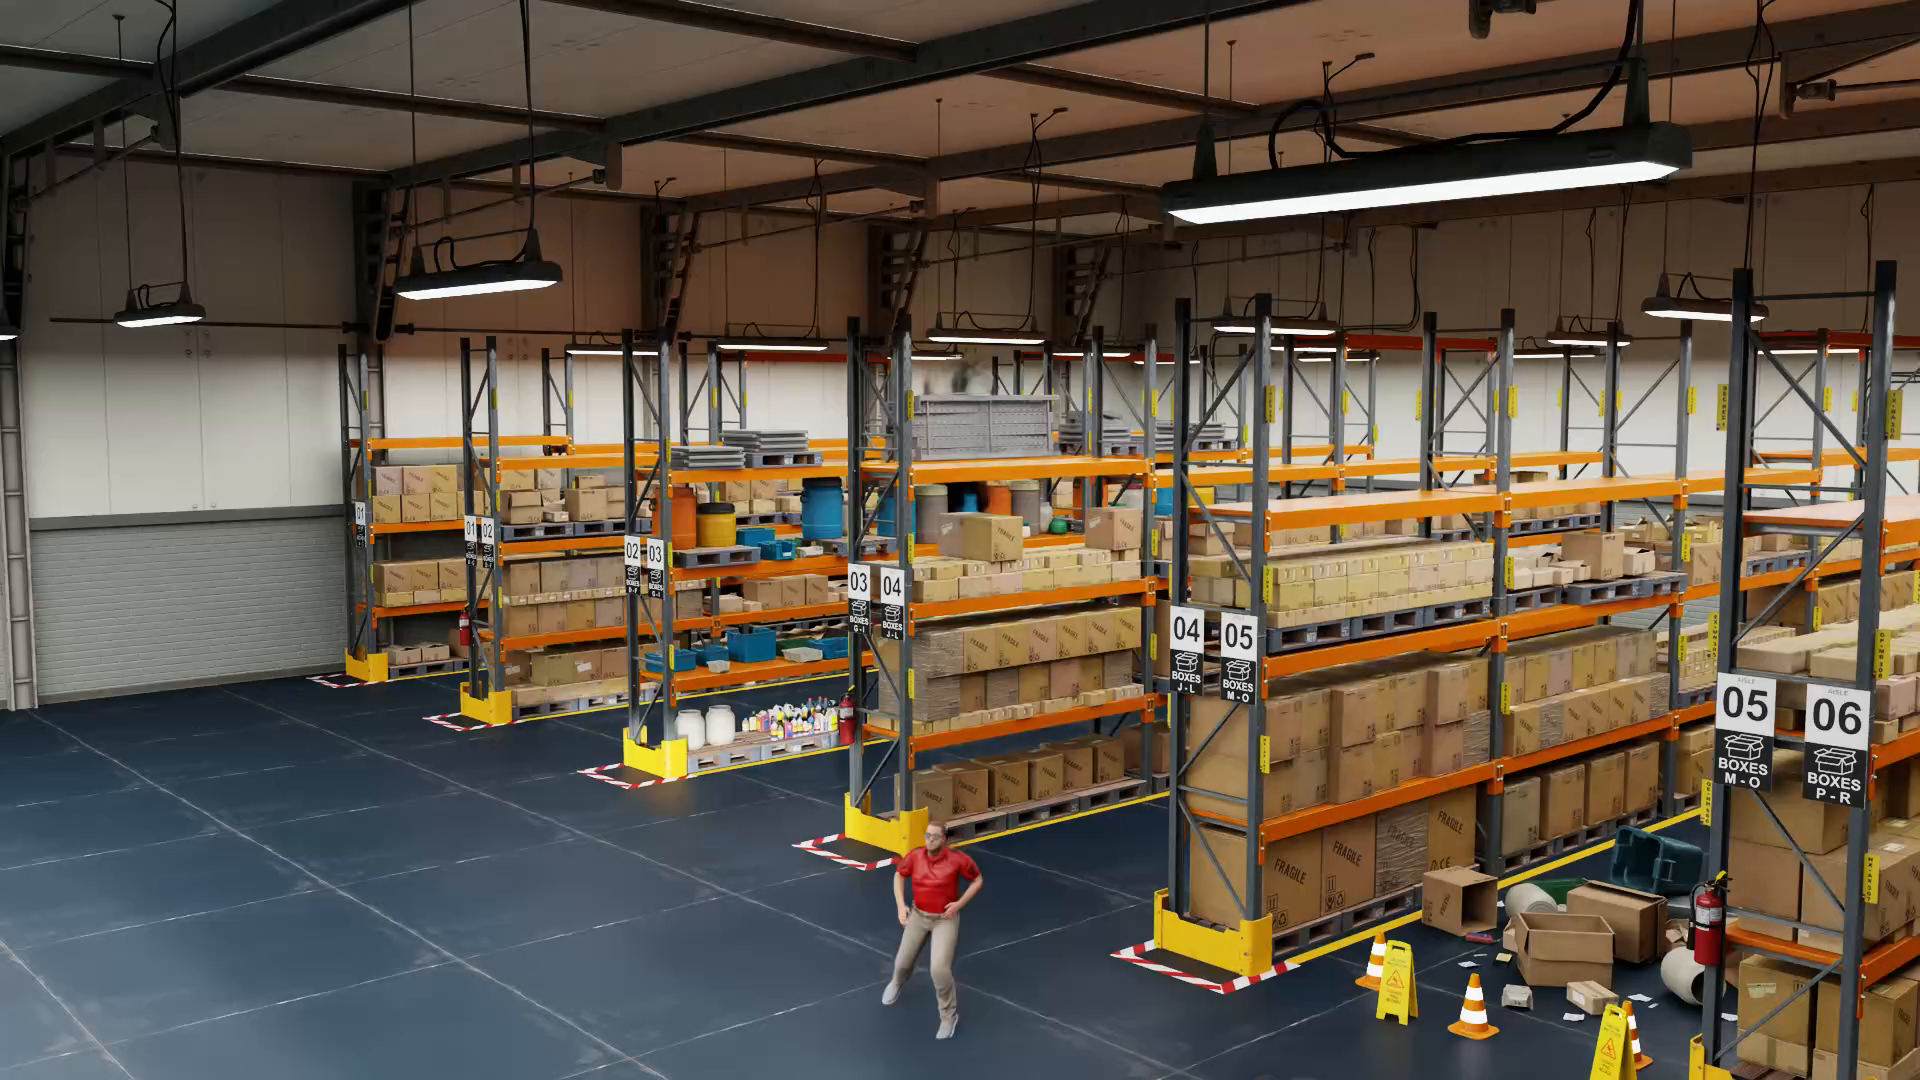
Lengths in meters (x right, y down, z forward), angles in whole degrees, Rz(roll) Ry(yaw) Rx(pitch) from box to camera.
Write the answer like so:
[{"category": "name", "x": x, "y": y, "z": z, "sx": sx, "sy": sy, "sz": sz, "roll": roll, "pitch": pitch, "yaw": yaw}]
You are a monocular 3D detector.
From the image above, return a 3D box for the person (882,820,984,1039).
[{"category": "person", "x": -0.256, "y": 3.133, "z": 13.610, "sx": 0.897, "sy": 1.735, "sz": 0.735, "roll": 1, "pitch": 5, "yaw": 14}]
